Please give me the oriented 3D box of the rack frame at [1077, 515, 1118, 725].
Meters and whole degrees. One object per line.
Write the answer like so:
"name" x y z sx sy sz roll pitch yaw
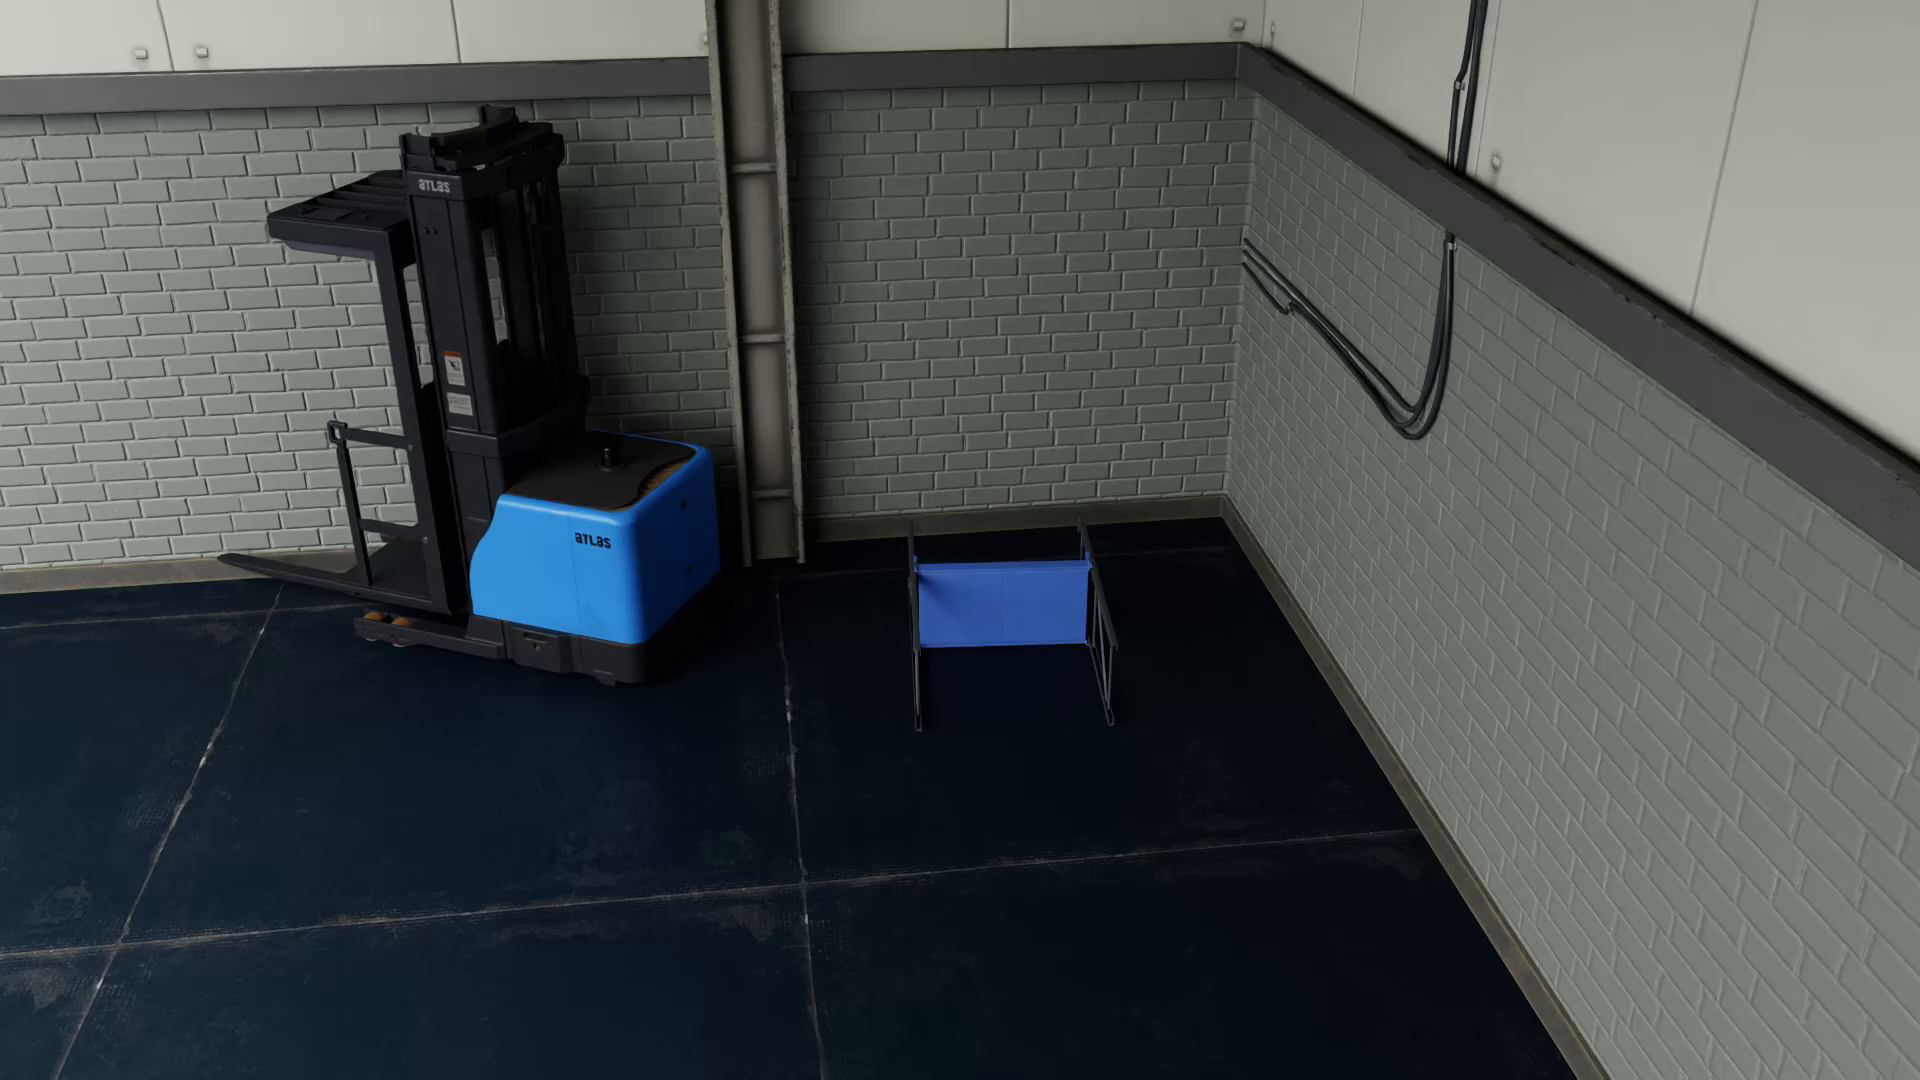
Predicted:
"rack frame" 0.758 0.417 9.349 0.032 0.500 1.500 -1 27 -3

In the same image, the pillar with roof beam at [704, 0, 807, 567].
"pillar with roof beam" -0.586 -1.972 4.736 0.400 9.000 9.100 -4 27 -7

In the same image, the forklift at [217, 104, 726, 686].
"forklift" -2.959 -0.903 9.299 3.031 2.935 1.130 9 29 18

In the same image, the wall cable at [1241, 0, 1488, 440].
"wall cable" 1.916 -2.126 8.437 0.112 2.526 3.097 -4 27 -7

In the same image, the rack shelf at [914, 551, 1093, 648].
"rack shelf" 0.241 0.347 9.484 1.000 0.538 0.185 -1 27 -3

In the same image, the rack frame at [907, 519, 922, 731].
"rack frame" -0.257 0.442 9.300 0.032 0.500 1.500 -1 27 -3

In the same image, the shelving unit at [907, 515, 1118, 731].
"shelving unit" 0.250 0.429 9.324 1.048 0.538 1.500 -1 27 -3
